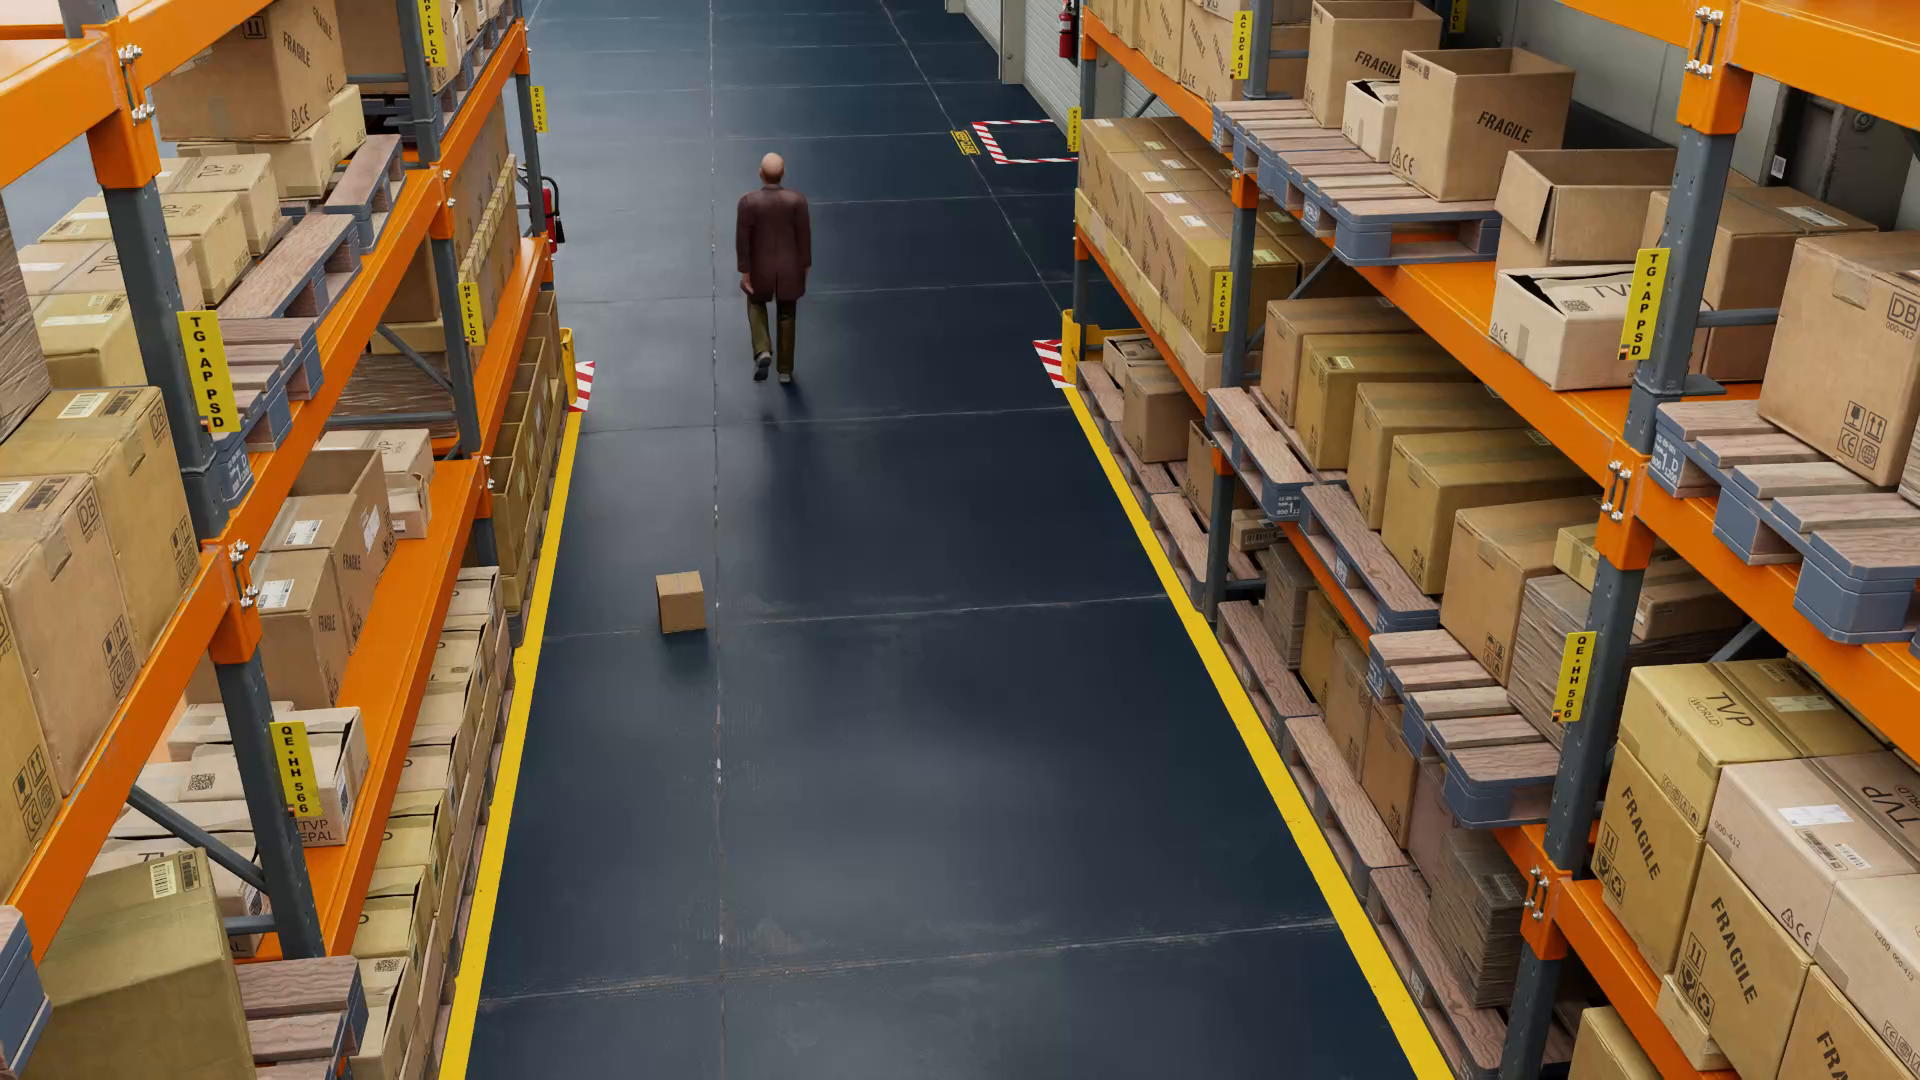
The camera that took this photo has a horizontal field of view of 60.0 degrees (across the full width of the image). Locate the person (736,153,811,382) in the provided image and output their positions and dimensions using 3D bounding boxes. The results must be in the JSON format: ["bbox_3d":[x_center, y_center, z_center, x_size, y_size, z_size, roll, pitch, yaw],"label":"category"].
[{"bbox_3d":[-1.412,-2.073,12.699,0.569,1.791,0.503,-3,27,-6],"label":"person"}]
